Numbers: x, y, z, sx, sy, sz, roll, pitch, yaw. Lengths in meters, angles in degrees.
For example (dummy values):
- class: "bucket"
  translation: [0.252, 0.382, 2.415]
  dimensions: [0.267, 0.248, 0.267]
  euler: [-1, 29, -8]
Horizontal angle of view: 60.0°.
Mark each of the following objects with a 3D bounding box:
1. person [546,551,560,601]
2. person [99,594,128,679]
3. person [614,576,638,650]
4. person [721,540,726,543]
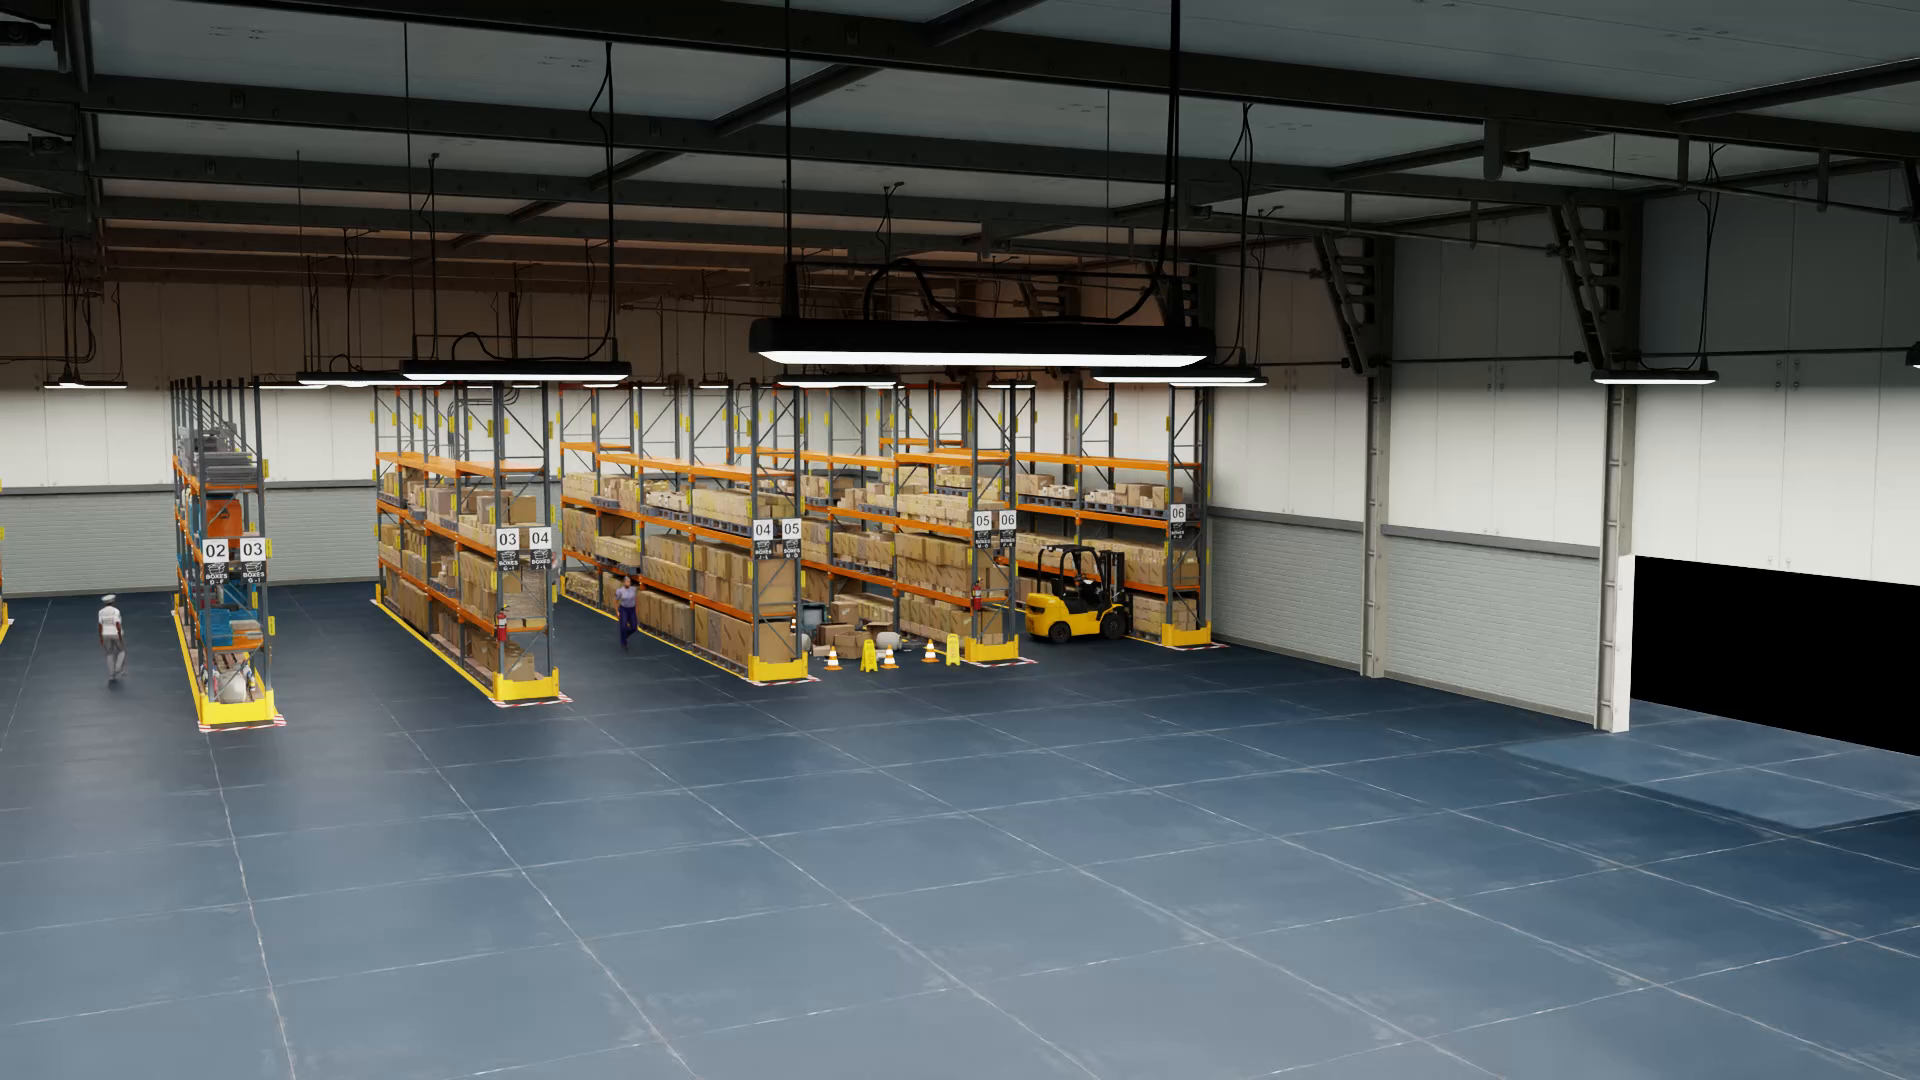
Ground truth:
- class: "person"
  translation: [-10.739, 1.064, 43.692]
  dimensions: [0.505, 1.582, 0.499]
  euler: [-4, 6, -38]
- class: "person"
  translation: [-16.919, 1.934, 33.201]
  dimensions: [0.506, 1.667, 0.488]
  euler: [-2, 5, -17]
- class: "person"
  translation: [-7.497, 1.613, 37.253]
  dimensions: [0.571, 1.631, 0.544]
  euler: [-4, 6, -35]
- class: "person"
  translation: [-6.535, 0.723, 46.165]
  dimensions: [0.511, 1.782, 0.590]
  euler: [5, 7, 43]
